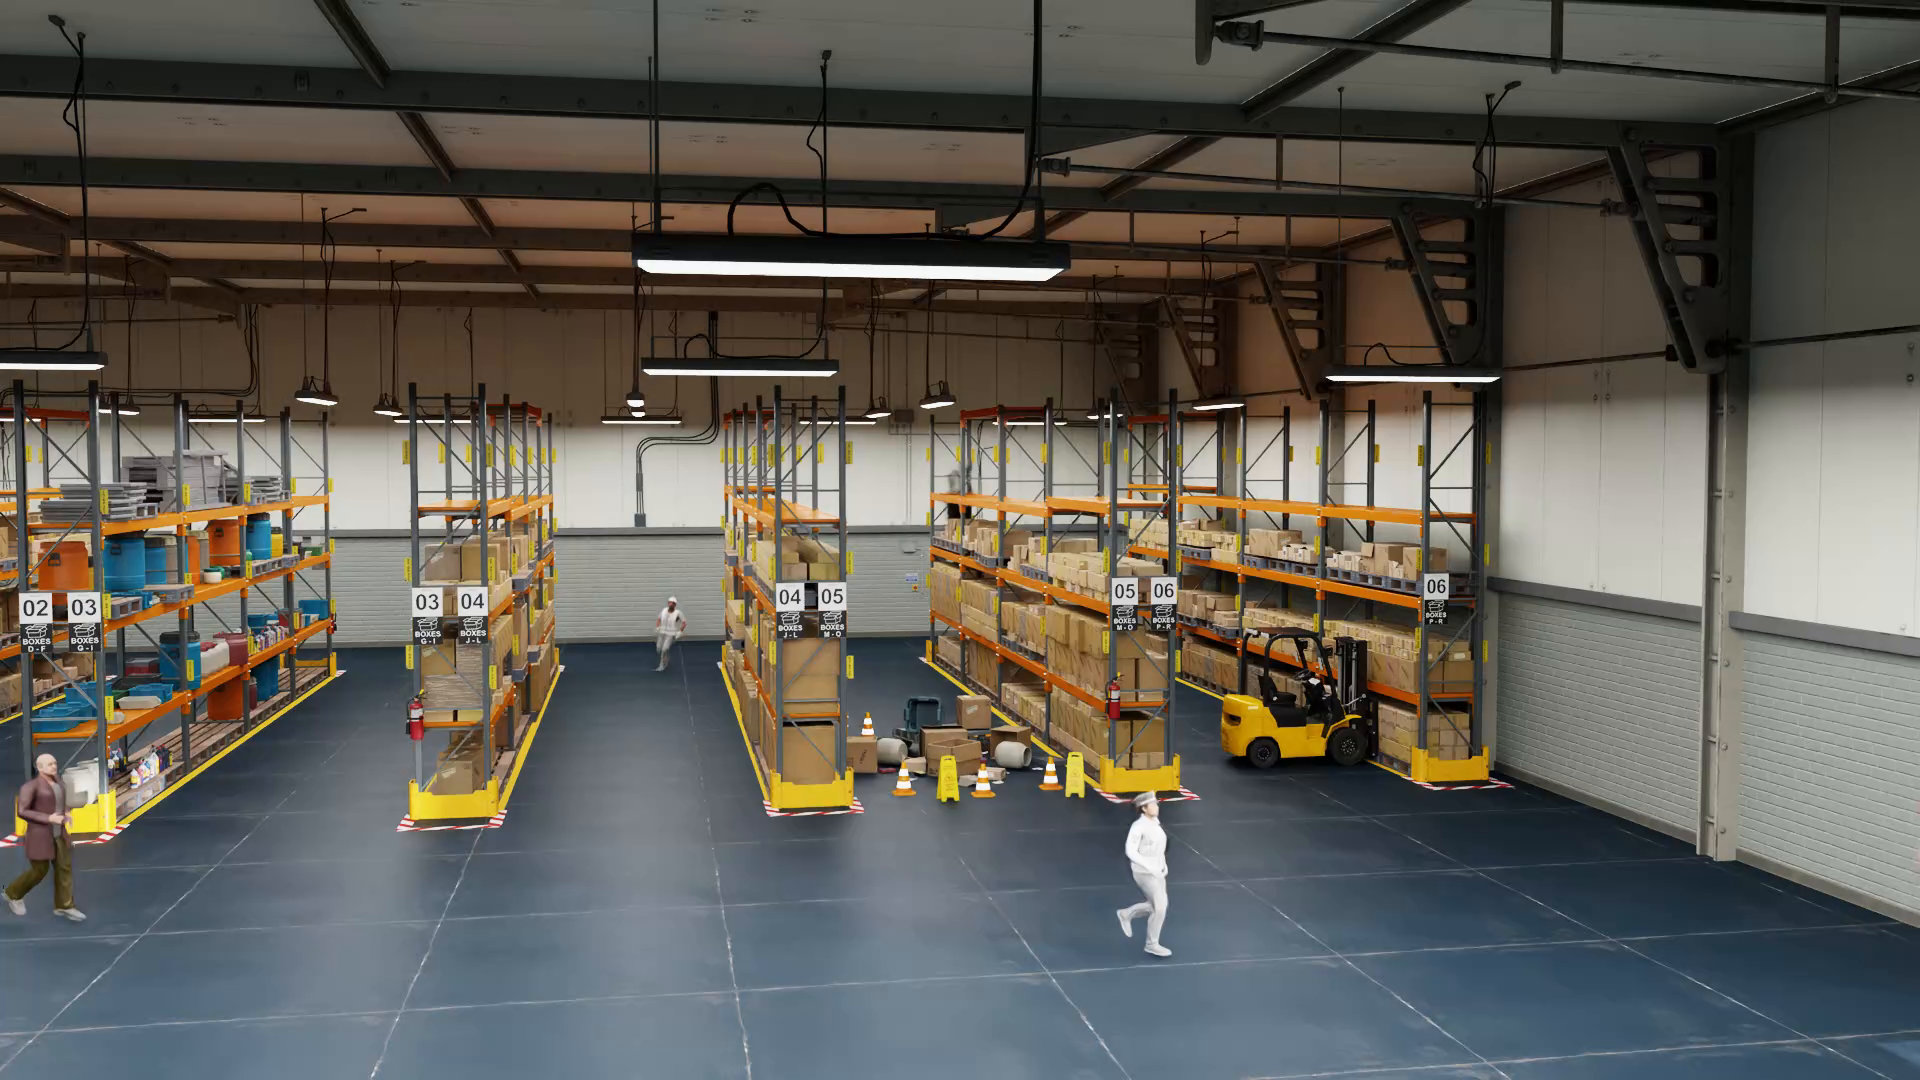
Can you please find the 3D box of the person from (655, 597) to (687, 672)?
[{"bbox_3d":[-6.723,2.194,38.638,0.740,1.735,0.695,1,3,16],"label":"person"}]

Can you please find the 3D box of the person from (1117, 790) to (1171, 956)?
[{"bbox_3d":[1.848,3.323,16.718,0.601,1.652,0.642,2,3,30],"label":"person"}]

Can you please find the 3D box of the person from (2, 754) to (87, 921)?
[{"bbox_3d":[-9.889,3.201,17.952,0.933,1.799,0.734,1,3,13],"label":"person"}]
